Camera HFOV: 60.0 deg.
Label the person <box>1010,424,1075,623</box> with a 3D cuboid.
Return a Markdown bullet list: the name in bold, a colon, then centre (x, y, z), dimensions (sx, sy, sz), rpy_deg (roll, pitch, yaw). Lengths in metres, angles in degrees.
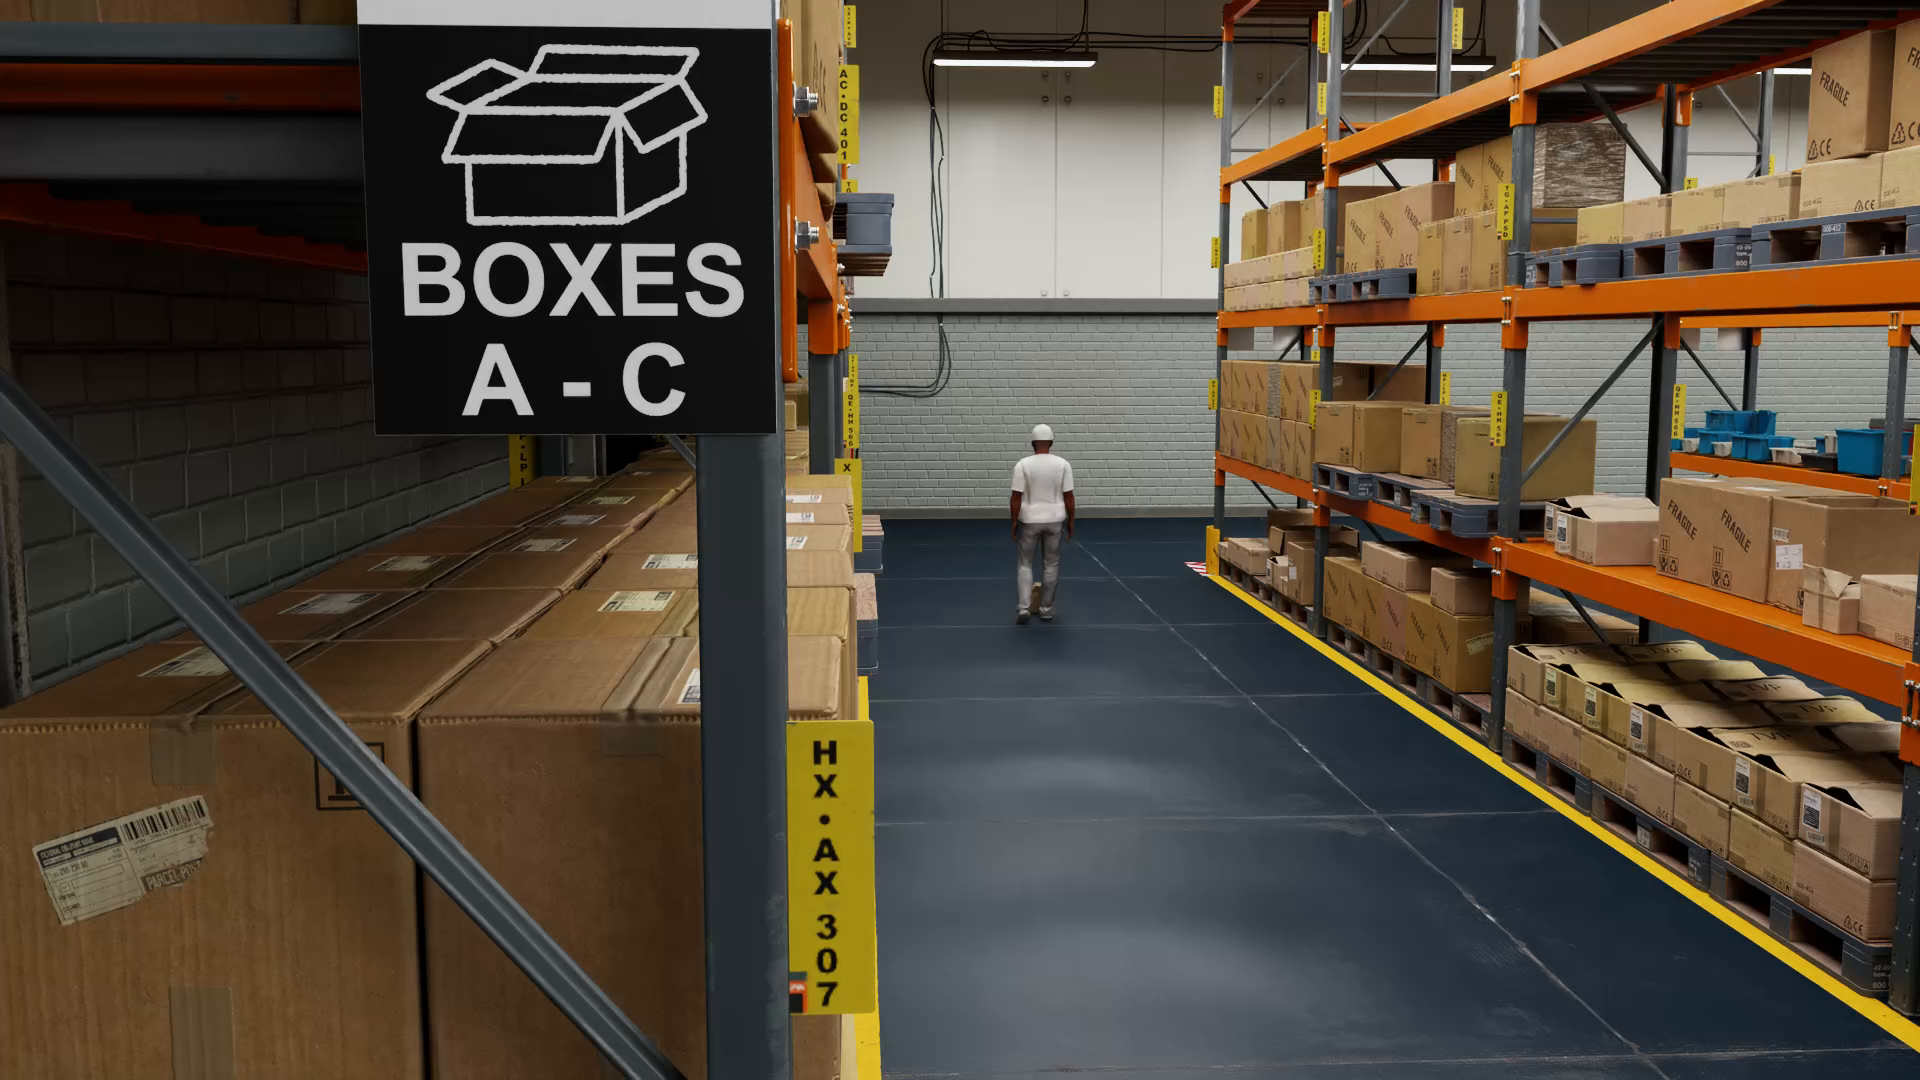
- **person**: centre (0.735, -0.125, 14.956), dimensions (0.585, 1.834, 0.516), rpy_deg (0, 7, -4)
